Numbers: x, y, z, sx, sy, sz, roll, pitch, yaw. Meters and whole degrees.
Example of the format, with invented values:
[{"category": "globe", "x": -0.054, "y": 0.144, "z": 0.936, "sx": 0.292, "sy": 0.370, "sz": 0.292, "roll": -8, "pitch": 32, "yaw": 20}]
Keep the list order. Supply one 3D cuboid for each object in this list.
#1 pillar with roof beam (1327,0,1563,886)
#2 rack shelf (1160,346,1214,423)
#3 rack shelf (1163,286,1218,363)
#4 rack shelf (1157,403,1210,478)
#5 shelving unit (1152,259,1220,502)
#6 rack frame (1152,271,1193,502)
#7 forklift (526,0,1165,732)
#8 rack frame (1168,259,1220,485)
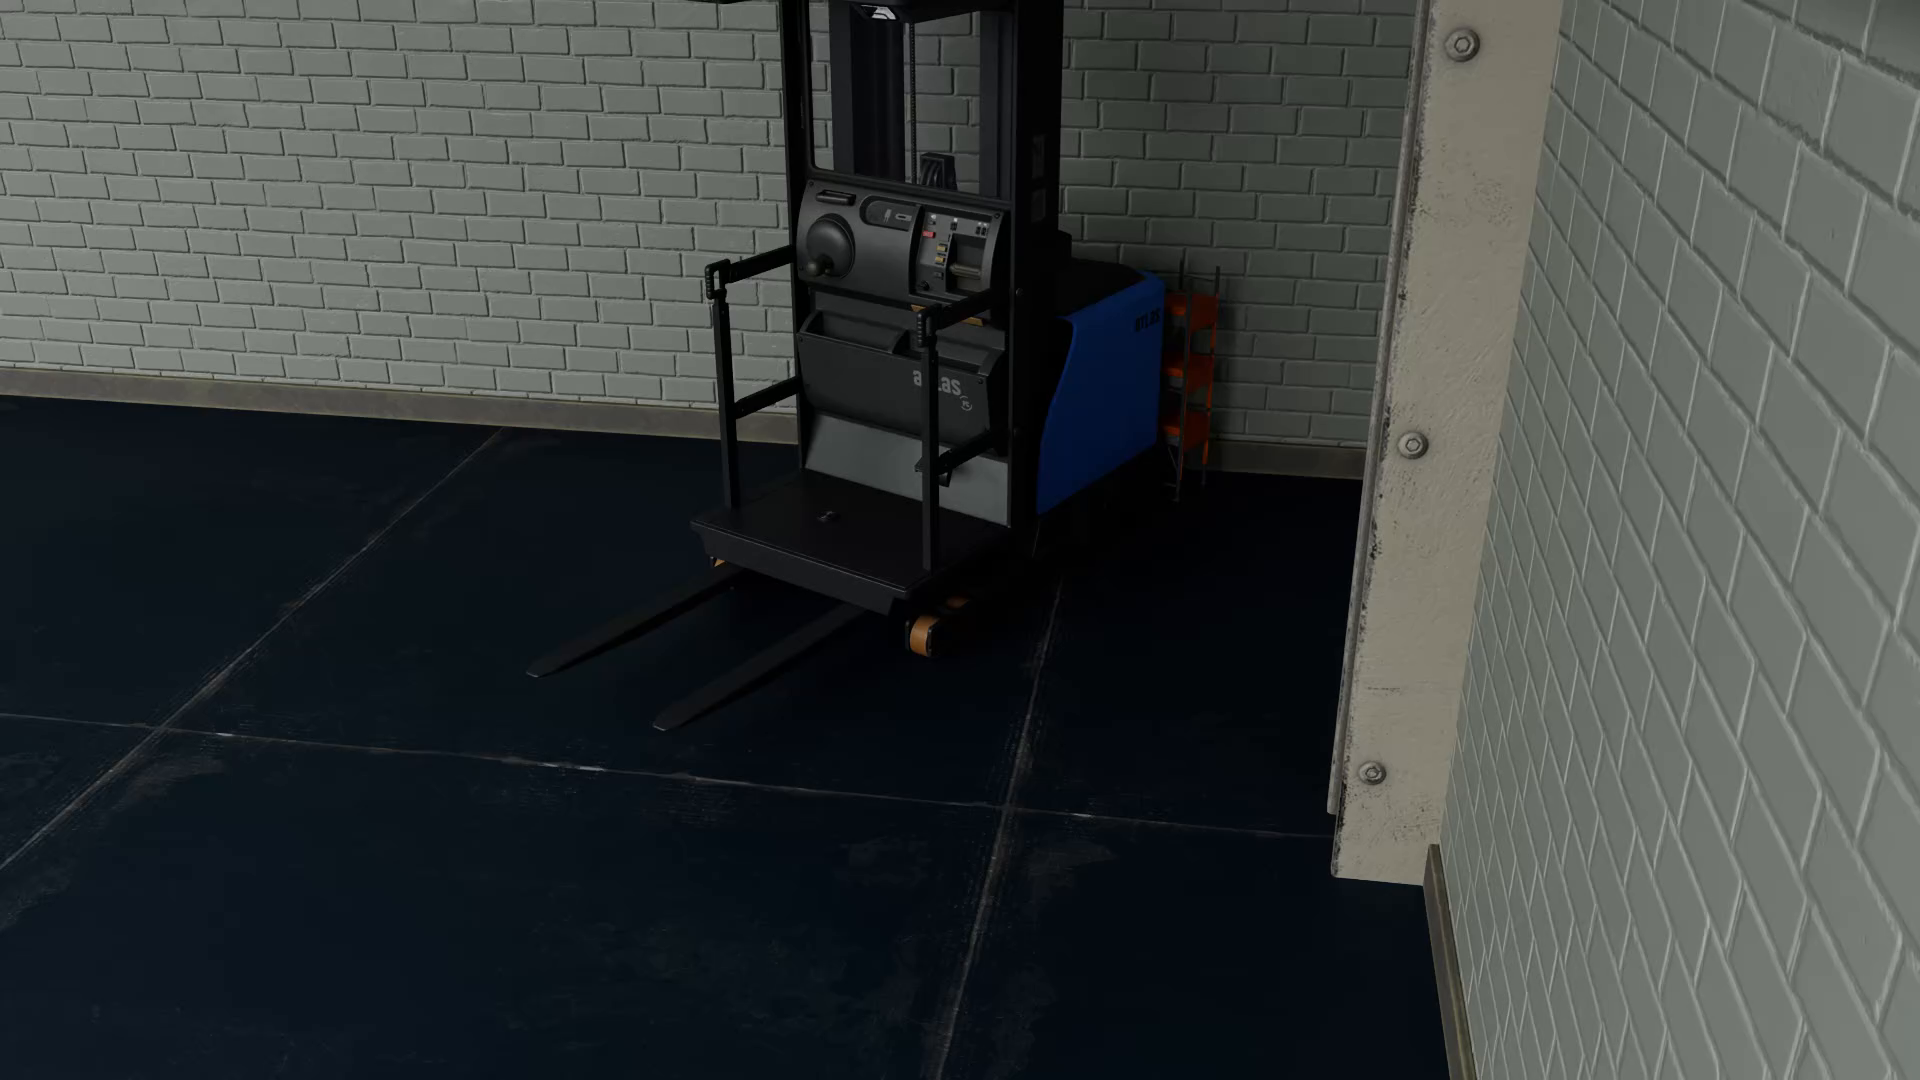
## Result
[{"category": "pillar with roof beam", "x": -2.931, "y": -3.422, "z": 3.946, "sx": 9.100, "sy": 9.000, "sz": 0.400, "roll": 4, "pitch": 25, "yaw": 9}, {"category": "rack shelf", "x": 0.997, "y": -0.709, "z": 7.551, "sx": 0.215, "sy": 0.259, "sz": 0.240, "roll": 18, "pitch": 30, "yaw": 33}, {"category": "rack shelf", "x": 0.997, "y": -0.966, "z": 7.430, "sx": 0.215, "sy": 0.259, "sz": 0.240, "roll": 18, "pitch": 30, "yaw": 33}, {"category": "rack shelf", "x": 0.997, "y": -0.457, "z": 7.669, "sx": 0.215, "sy": 0.259, "sz": 0.240, "roll": 18, "pitch": 30, "yaw": 33}, {"category": "shelving unit", "x": 0.997, "y": -0.718, "z": 7.546, "sx": 0.215, "sy": 1.050, "sz": 0.252, "roll": 18, "pitch": 30, "yaw": 33}, {"category": "rack frame", "x": 0.924, "y": -0.677, "z": 7.458, "sx": 0.200, "sy": 1.050, "sz": 0.008, "roll": 18, "pitch": 30, "yaw": 33}, {"category": "forklift", "x": -0.359, "y": -1.112, "z": 6.168, "sx": 1.130, "sy": 2.935, "sz": 3.031, "roll": 17, "pitch": 30, "yaw": 31}, {"category": "rack frame", "x": 1.070, "y": -0.760, "z": 7.635, "sx": 0.200, "sy": 1.050, "sz": 0.008, "roll": 18, "pitch": 30, "yaw": 33}]
